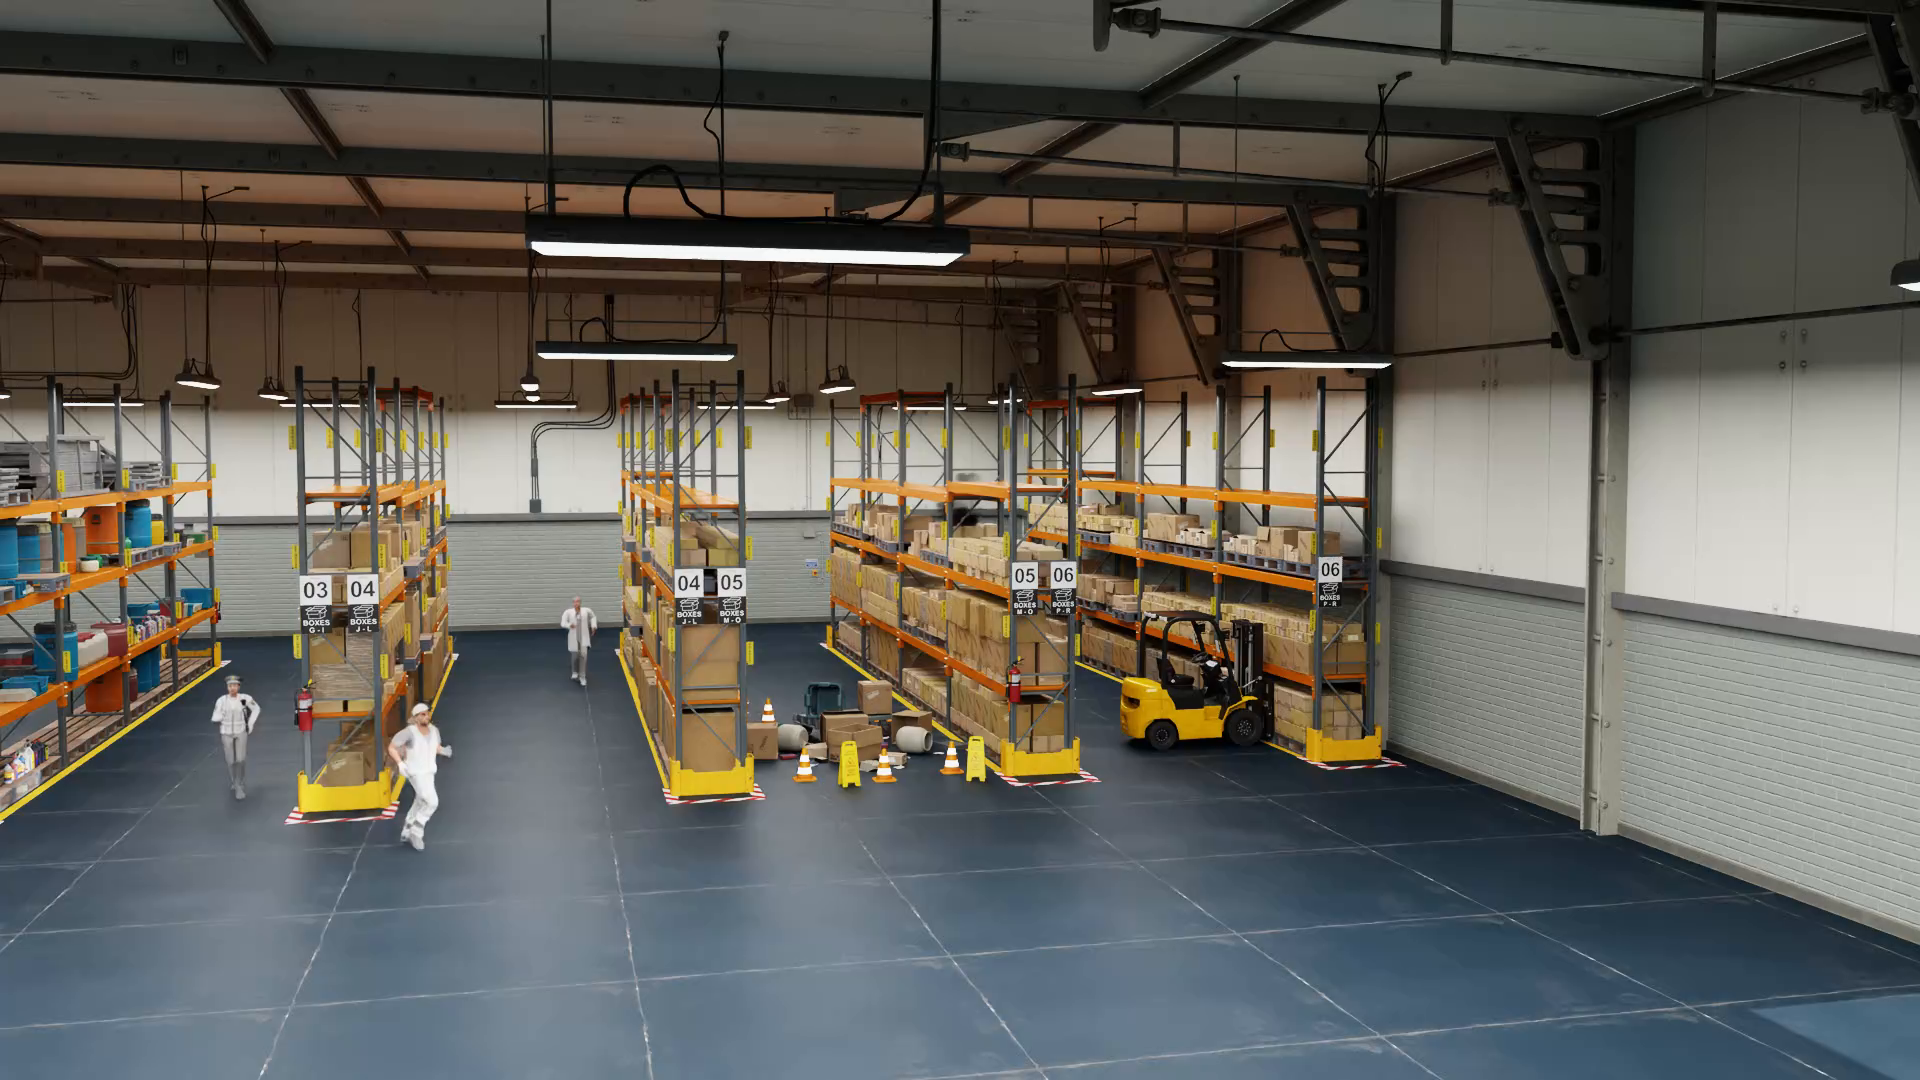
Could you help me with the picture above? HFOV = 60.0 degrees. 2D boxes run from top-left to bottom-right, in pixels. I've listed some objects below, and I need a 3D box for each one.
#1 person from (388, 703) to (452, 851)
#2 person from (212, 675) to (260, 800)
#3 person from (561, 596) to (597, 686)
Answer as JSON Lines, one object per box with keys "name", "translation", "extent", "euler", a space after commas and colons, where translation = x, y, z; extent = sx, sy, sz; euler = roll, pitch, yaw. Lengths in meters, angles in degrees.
{"name": "person", "translation": [-6.581, 2.904, 20.429], "extent": [0.709, 1.806, 0.620], "euler": [2, 4, 25]}
{"name": "person", "translation": [-10.177, 2.767, 23.361], "extent": [0.593, 1.744, 0.696], "euler": [-1, 4, -13]}
{"name": "person", "translation": [-7.883, 2.072, 34.426], "extent": [0.725, 1.815, 0.963], "euler": [-1, 3, -12]}
